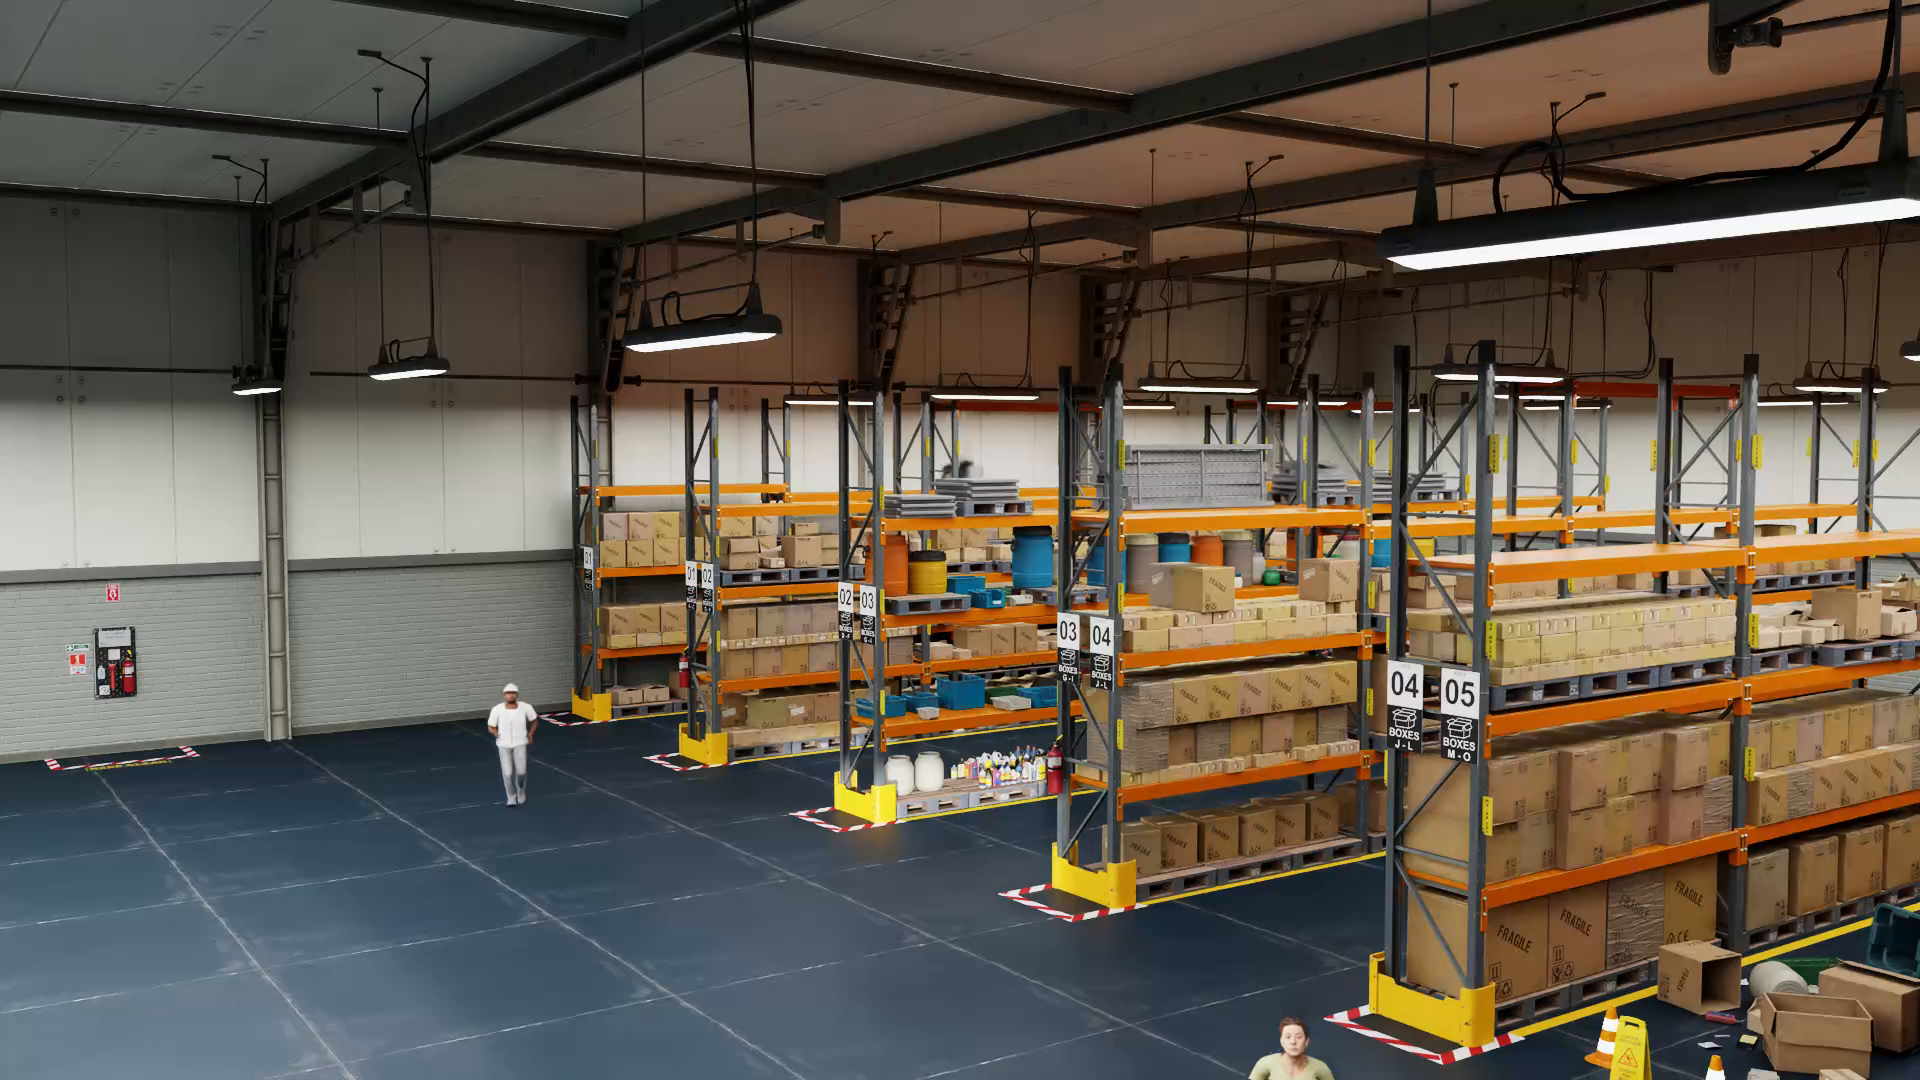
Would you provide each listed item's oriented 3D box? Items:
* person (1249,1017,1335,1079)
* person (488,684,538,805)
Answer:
[{"bbox_3d":[2.065,3.740,10.323,0.583,1.600,0.620,1,4,13],"label":"person"},{"bbox_3d":[-6.275,2.882,23.340,0.685,1.724,0.600,-1,4,-13],"label":"person"}]
